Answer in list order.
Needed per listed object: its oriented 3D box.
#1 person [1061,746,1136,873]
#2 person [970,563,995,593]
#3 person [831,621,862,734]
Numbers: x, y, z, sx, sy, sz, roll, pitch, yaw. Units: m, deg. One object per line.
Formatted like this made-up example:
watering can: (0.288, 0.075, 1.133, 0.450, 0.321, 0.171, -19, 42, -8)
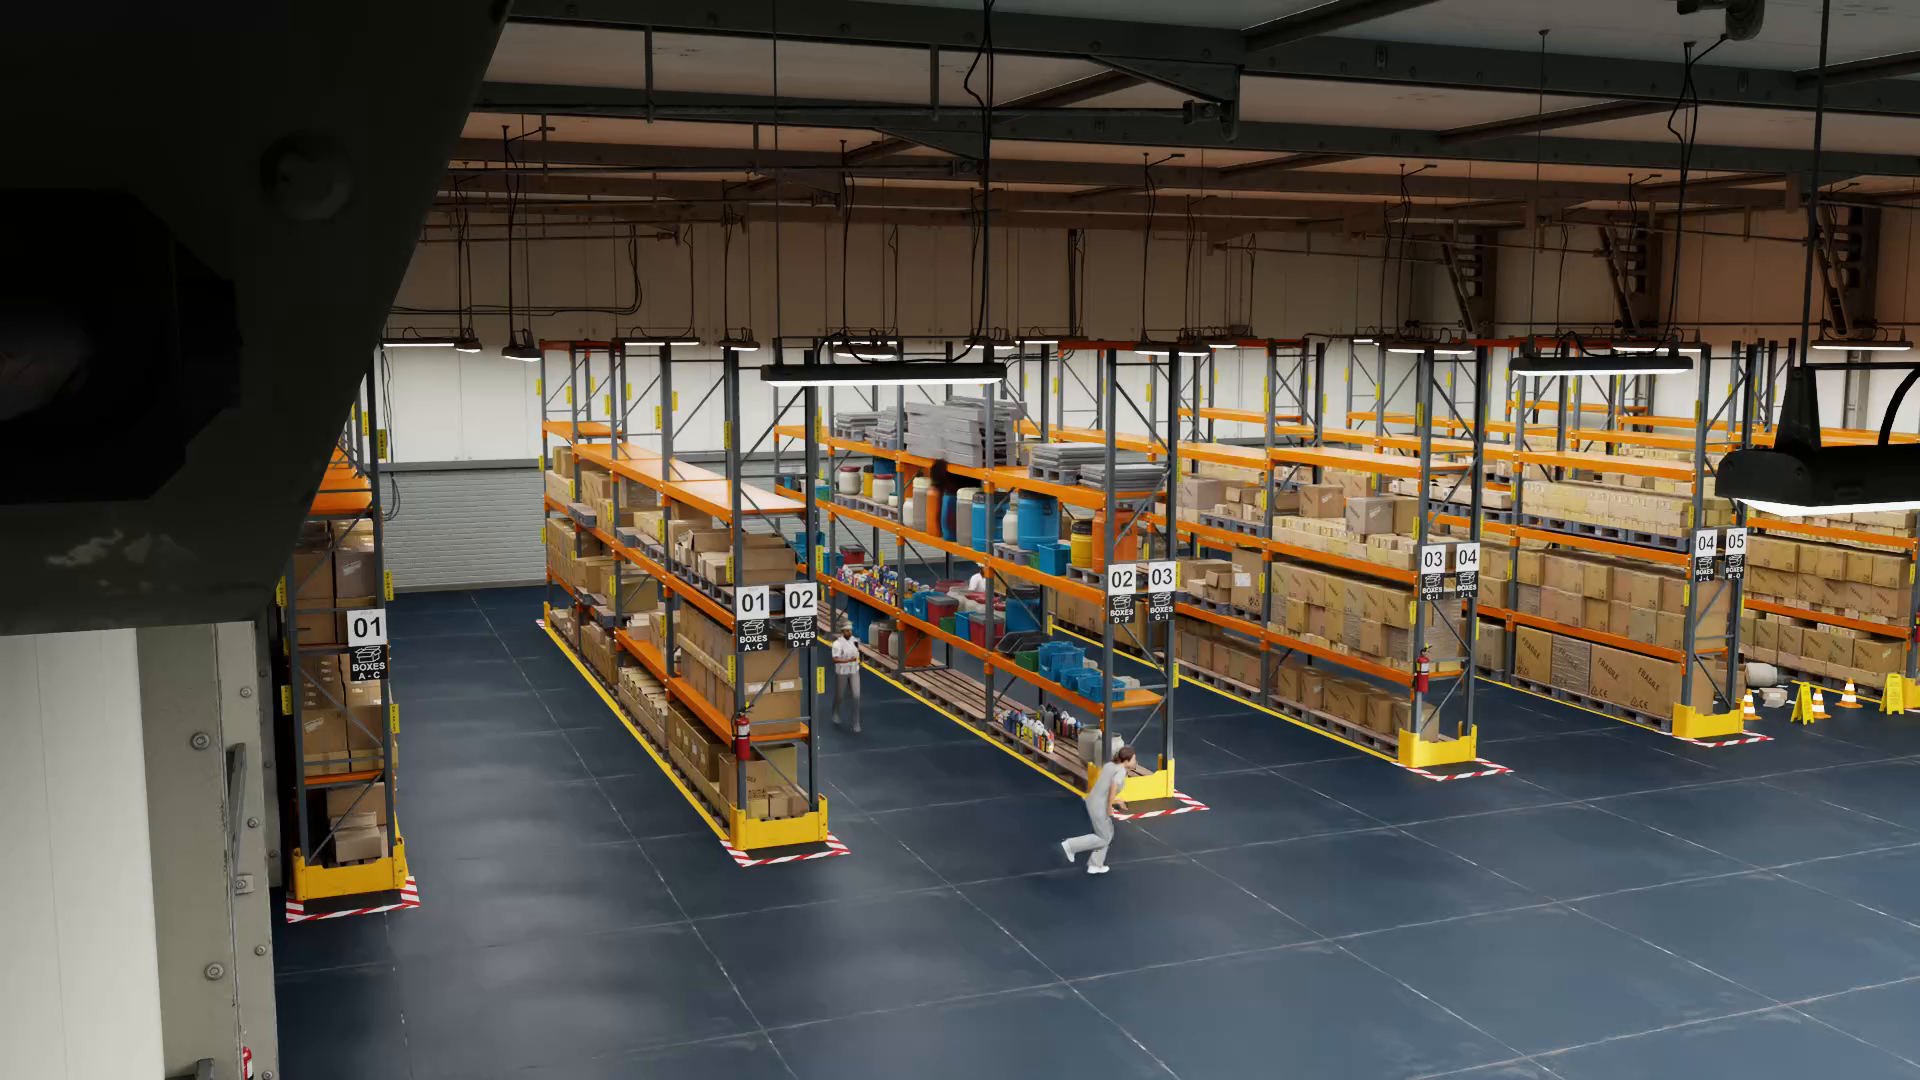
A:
person: (1.608, 3.140, 19.165, 0.887, 1.462, 0.574, -2, 8, -14)
person: (0.454, 1.276, 32.191, 0.680, 1.824, 0.848, -5, 9, -33)
person: (-1.786, 2.110, 26.020, 0.530, 1.737, 0.860, -3, 8, -25)
